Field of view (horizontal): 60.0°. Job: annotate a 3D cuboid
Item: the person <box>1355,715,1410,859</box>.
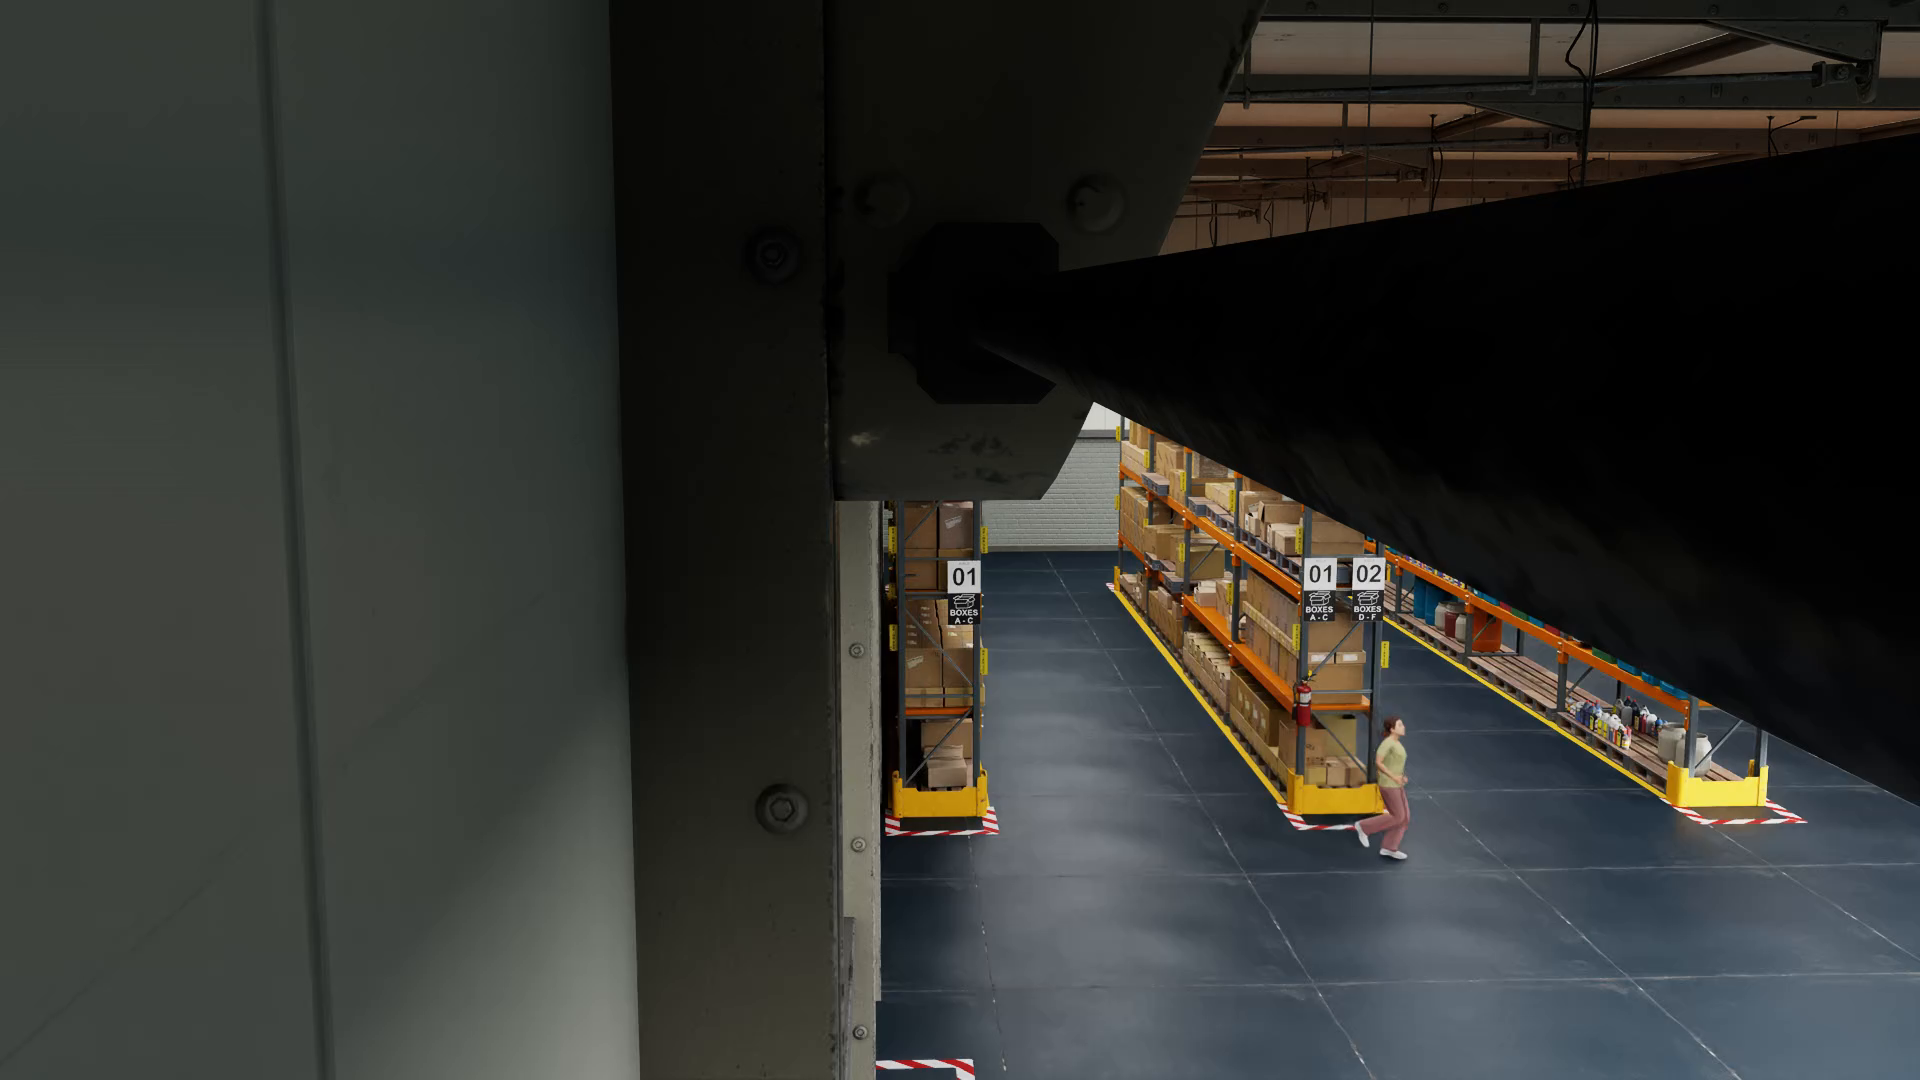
[{"bbox_3d":[4.883,2.804,19.081,0.593,1.626,0.608,4,9,27],"label":"person"}]
